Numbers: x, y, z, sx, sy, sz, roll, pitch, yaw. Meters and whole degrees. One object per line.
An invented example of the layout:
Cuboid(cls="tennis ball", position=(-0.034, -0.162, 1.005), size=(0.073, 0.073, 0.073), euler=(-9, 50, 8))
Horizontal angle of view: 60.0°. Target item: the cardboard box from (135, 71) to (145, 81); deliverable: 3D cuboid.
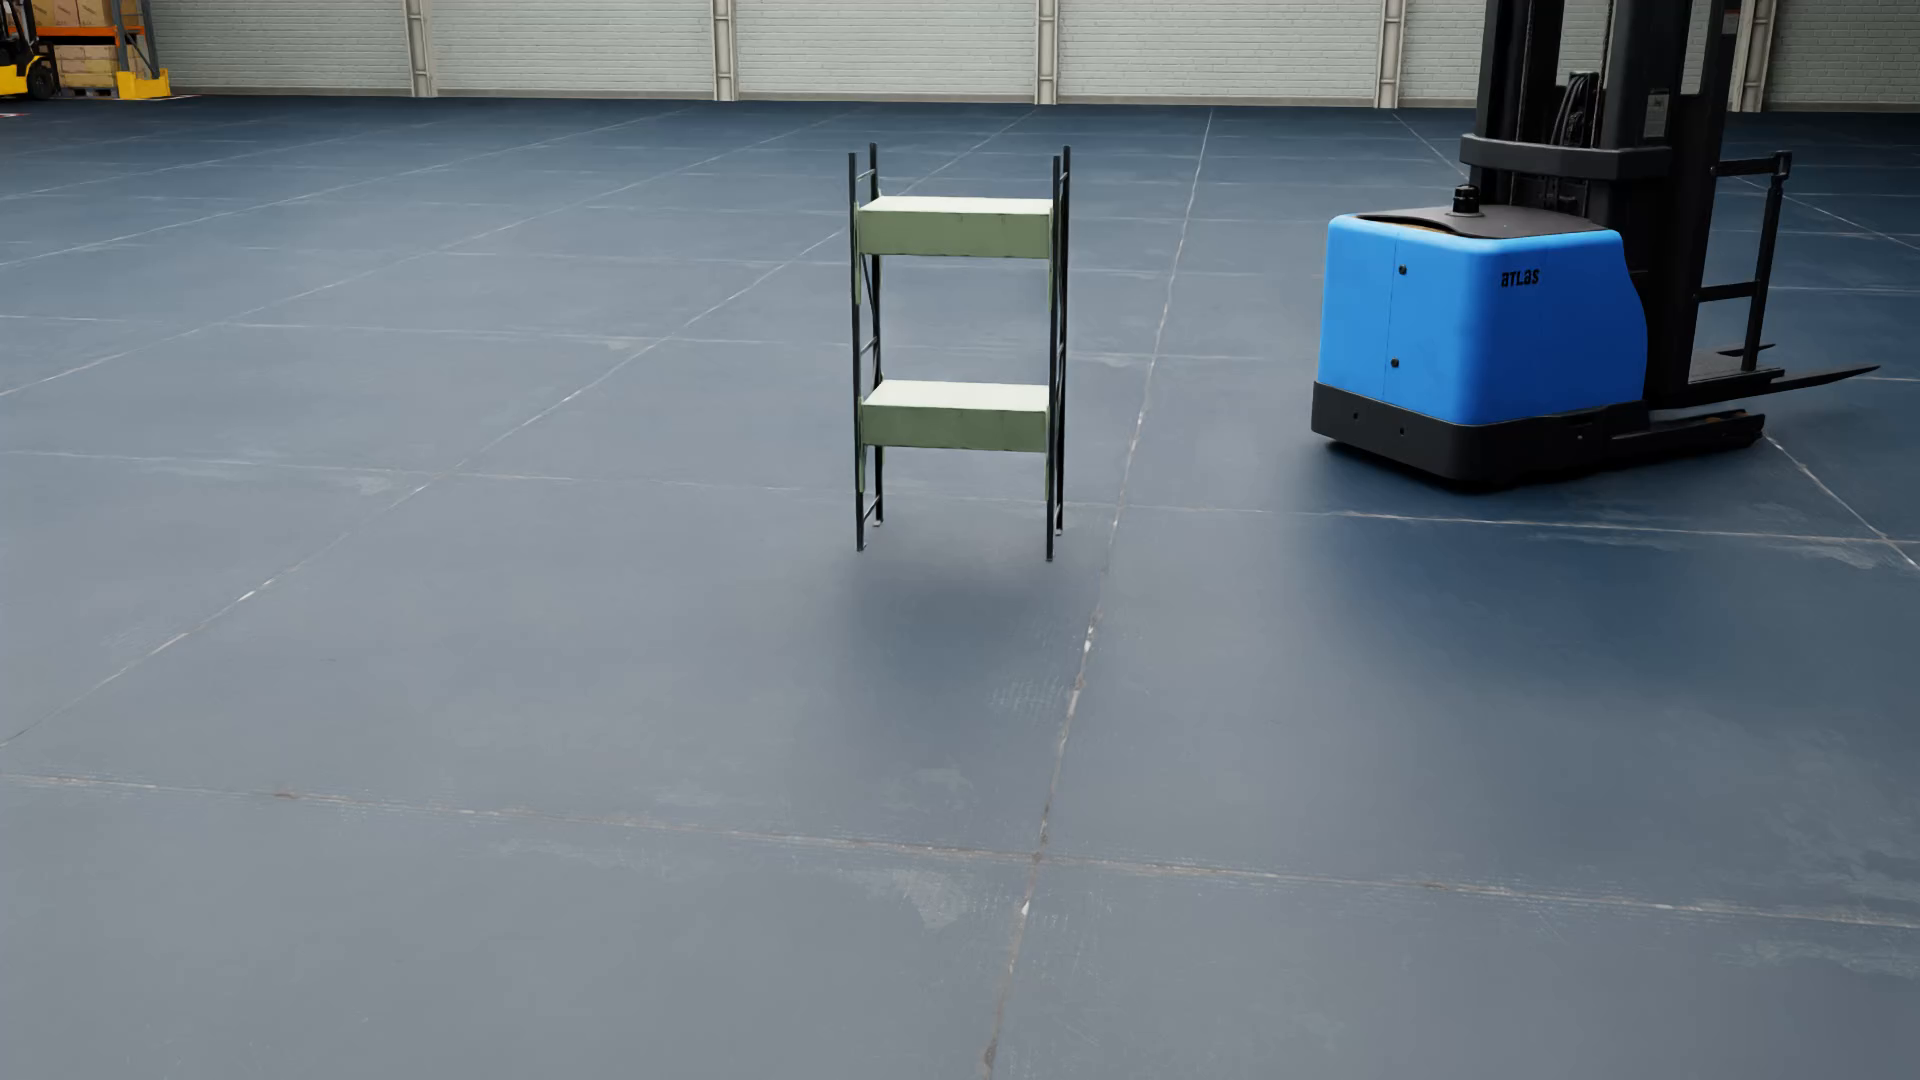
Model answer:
Cuboid(cls="cardboard box", position=(-16.117, -8.909, 32.093), size=(0.500, 0.250, 0.500), euler=(3, 19, 9))

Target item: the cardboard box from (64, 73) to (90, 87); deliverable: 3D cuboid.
Cuboid(cls="cardboard box", position=(-16.667, -8.776, 31.694), size=(0.500, 0.250, 0.500), euler=(3, 19, 9))

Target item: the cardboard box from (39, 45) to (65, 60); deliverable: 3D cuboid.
Cuboid(cls="cardboard box", position=(-17.173, -9.269, 31.592), size=(0.500, 0.250, 0.500), euler=(3, 19, 9))

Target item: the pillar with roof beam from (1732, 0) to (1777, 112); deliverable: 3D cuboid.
Cuboid(cls="pillar with roof beam", position=(12.729, -10.232, 22.920), size=(0.400, 9.000, 9.100), euler=(3, 19, 9))

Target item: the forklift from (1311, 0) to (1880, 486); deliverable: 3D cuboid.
Cuboid(cls="forklift", position=(3.201, -1.934, 7.681), size=(3.031, 2.935, 1.130), euler=(-10, 21, -27))

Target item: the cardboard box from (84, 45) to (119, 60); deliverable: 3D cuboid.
Cuboid(cls="cardboard box", position=(-16.168, -9.223, 31.454), size=(0.500, 0.250, 0.500), euler=(4, 19, 10))

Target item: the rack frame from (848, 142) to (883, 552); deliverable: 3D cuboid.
Cuboid(cls="rack frame", position=(-0.355, -0.729, 6.337), size=(0.023, 1.500, 0.400), euler=(3, 19, 9))

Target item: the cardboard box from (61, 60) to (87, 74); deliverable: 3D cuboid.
Cuboid(cls="cardboard box", position=(-16.687, -9.016, 31.623), size=(0.500, 0.250, 0.500), euler=(3, 19, 8))

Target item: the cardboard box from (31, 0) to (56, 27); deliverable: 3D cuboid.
Cuboid(cls="cardboard box", position=(-17.208, -9.973, 31.442), size=(0.500, 0.500, 0.500), euler=(3, 19, 8))

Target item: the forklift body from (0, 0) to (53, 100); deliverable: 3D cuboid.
Cuboid(cls="forklift body", position=(-17.825, -9.050, 30.178), size=(1.214, 2.155, 2.313), euler=(3, 19, 9))

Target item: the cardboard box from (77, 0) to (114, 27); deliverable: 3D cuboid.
Cuboid(cls="cardboard box", position=(-16.191, -9.918, 31.278), size=(0.500, 0.500, 0.500), euler=(3, 19, 7))

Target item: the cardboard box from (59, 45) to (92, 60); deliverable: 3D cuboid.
Cuboid(cls="cardboard box", position=(-16.673, -9.247, 31.526), size=(0.500, 0.250, 0.500), euler=(3, 19, 10))

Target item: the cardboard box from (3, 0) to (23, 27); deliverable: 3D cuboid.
Cuboid(cls="cardboard box", position=(-17.706, -9.995, 31.507), size=(0.500, 0.500, 0.500), euler=(3, 19, 9))

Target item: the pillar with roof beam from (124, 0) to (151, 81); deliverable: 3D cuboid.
Cuboid(cls="pillar with roof beam", position=(-16.891, -11.742, 27.432), size=(0.400, 9.000, 9.100), euler=(3, 19, 9))

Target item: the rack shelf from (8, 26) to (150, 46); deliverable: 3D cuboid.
Cuboid(cls="rack shelf", position=(-17.638, -9.688, 31.881), size=(4.000, 0.370, 1.077), euler=(3, 19, 9))

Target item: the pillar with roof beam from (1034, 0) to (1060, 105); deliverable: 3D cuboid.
Cuboid(cls="pillar with roof beam", position=(0.881, -10.836, 24.725), size=(0.400, 9.000, 9.100), euler=(3, 19, 9))

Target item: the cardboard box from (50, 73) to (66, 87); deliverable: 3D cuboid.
Cuboid(cls="cardboard box", position=(-17.160, -8.804, 31.778), size=(0.500, 0.250, 0.500), euler=(3, 19, 9))

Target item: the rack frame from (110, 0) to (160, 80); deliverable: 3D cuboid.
Cuboid(cls="rack frame", position=(-15.664, -9.928, 31.466), size=(0.127, 3.000, 1.000), euler=(3, 19, 9))

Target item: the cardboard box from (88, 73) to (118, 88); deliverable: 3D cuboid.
Cuboid(cls="cardboard box", position=(-16.178, -8.748, 31.611), size=(0.500, 0.250, 0.500), euler=(3, 19, 9))

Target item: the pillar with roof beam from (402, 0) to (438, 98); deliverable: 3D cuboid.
Cuboid(cls="pillar with roof beam", position=(-10.967, -11.440, 26.530), size=(0.400, 9.000, 9.100), euler=(3, 19, 9))

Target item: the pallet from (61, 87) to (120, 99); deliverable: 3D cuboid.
Cuboid(cls="pallet", position=(-16.425, -8.631, 31.984), size=(1.213, 0.211, 1.003), euler=(3, 19, 9))

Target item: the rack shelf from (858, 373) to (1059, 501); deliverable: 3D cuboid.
Cuboid(cls="rack shelf", position=(0.007, -0.402, 6.386), size=(0.720, 0.370, 0.431), euler=(3, 19, 9))

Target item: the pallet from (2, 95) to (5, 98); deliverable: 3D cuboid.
Cuboid(cls="pallet", position=(-18.834, -8.754, 32.351), size=(1.213, 0.211, 1.003), euler=(3, 19, 9))

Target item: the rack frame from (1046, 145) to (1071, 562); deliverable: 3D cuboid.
Cuboid(cls="rack frame", position=(0.368, -0.692, 6.227), size=(0.023, 1.500, 0.400), euler=(3, 19, 9))

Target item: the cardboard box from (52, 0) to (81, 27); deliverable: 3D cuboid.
Cuboid(cls="cardboard box", position=(-16.702, -9.947, 31.365), size=(0.500, 0.500, 0.500), euler=(4, 19, 10))

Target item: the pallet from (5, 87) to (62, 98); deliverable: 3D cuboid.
Cuboid(cls="pallet", position=(-17.626, -8.693, 32.170), size=(1.213, 0.211, 1.003), euler=(3, 19, 9))

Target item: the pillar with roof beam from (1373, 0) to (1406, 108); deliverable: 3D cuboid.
Cuboid(cls="pillar with roof beam", position=(6.805, -10.534, 23.822), size=(0.400, 9.000, 9.100), euler=(3, 19, 9))

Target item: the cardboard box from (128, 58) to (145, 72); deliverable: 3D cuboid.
Cuboid(cls="cardboard box", position=(-16.095, -9.149, 32.022), size=(0.500, 0.250, 0.500), euler=(3, 19, 10))

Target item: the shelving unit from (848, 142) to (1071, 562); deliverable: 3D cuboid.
Cuboid(cls="shelving unit", position=(0.007, -0.711, 6.282), size=(0.755, 1.500, 0.431), euler=(3, 19, 9))

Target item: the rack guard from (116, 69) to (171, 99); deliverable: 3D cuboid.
Cuboid(cls="rack guard", position=(-15.640, -8.742, 31.859), size=(0.348, 0.500, 1.175), euler=(3, 19, 9))

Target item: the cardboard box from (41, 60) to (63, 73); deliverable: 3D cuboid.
Cuboid(cls="cardboard box", position=(-17.200, -9.035, 31.681), size=(0.500, 0.250, 0.500), euler=(2, 19, 7))

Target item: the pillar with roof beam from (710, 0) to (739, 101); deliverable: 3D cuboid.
Cuboid(cls="pillar with roof beam", position=(-5.043, -11.138, 25.627), size=(0.400, 9.000, 9.100), euler=(3, 19, 9))

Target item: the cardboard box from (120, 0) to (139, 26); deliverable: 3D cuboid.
Cuboid(cls="cardboard box", position=(-16.109, -10.088, 31.785), size=(0.500, 0.500, 0.500), euler=(4, 19, 10))

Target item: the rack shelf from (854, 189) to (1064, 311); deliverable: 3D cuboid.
Cuboid(cls="rack shelf", position=(0.007, -1.081, 6.159), size=(0.720, 0.370, 0.431), euler=(3, 19, 9))

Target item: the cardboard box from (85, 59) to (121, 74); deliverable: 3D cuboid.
Cuboid(cls="cardboard box", position=(-16.194, -8.987, 31.537), size=(0.500, 0.250, 0.500), euler=(3, 19, 8))

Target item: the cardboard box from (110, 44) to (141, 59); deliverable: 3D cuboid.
Cuboid(cls="cardboard box", position=(-16.108, -9.381, 31.927), size=(0.500, 0.250, 0.500), euler=(3, 19, 8))
